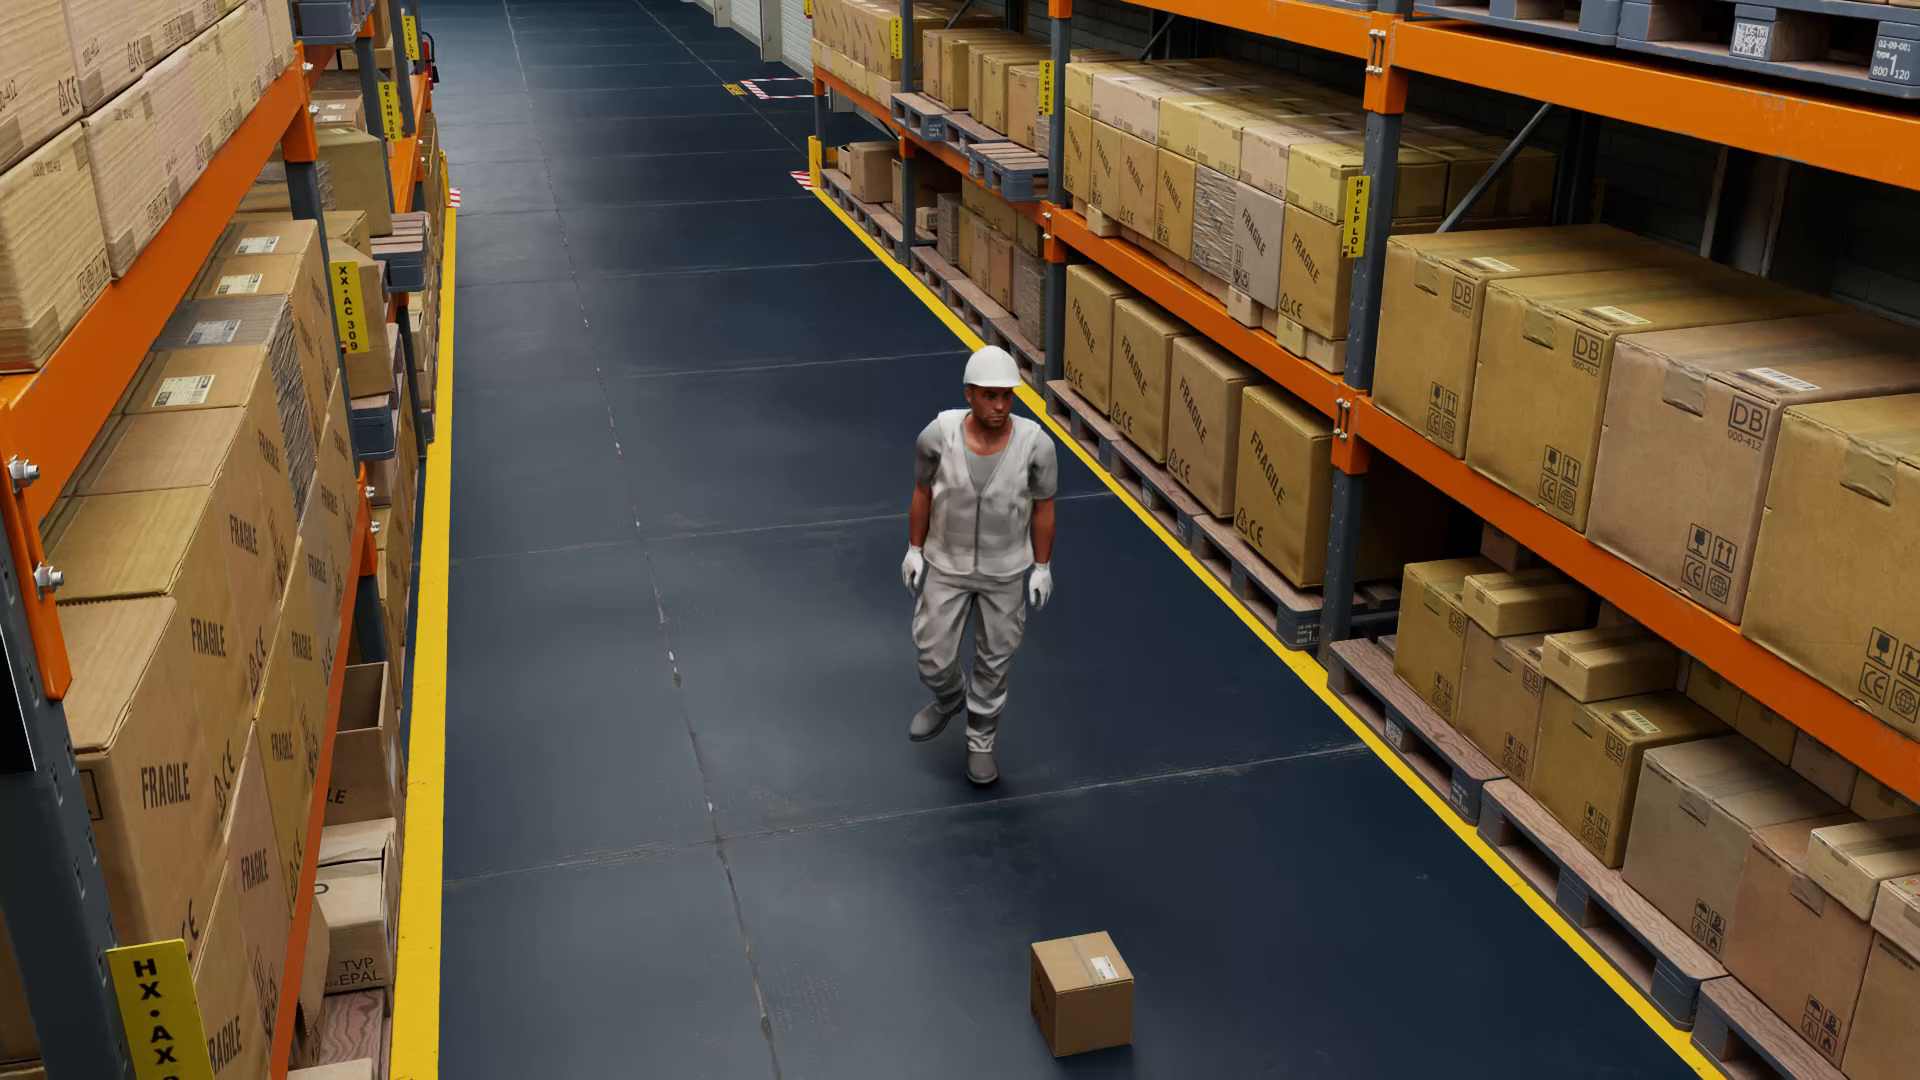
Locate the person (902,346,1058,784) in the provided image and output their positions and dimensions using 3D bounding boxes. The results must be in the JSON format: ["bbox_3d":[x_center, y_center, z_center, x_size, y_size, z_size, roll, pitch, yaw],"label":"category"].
[{"bbox_3d":[0.068,0.096,6.313,0.587,1.780,0.538,1,23,1],"label":"person"}]
